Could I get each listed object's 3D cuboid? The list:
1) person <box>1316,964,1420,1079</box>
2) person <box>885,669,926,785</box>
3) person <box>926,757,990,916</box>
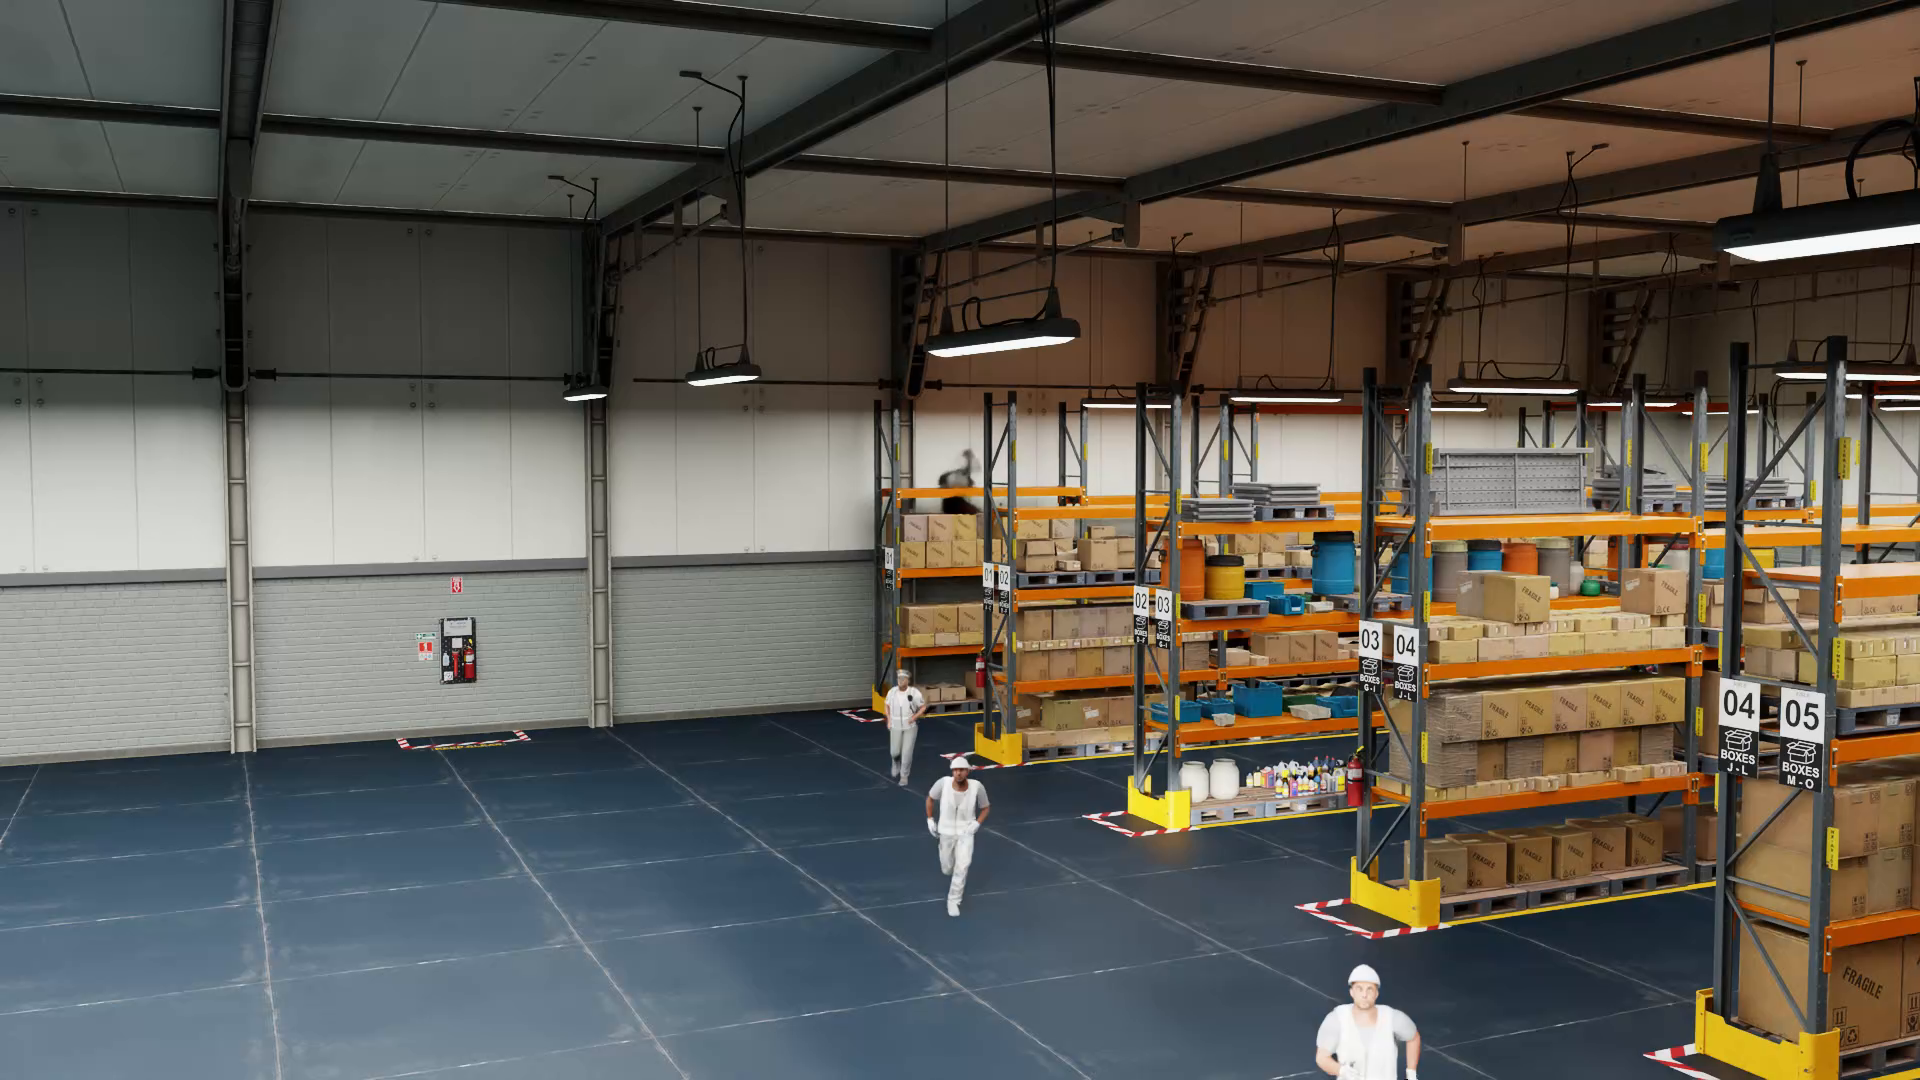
[{"bbox_3d":[2.619,3.649,10.713,0.645,1.820,0.734,1,3,17],"label":"person"},{"bbox_3d":[-0.845,2.829,25.246,0.650,1.752,0.637,0,3,7],"label":"person"},{"bbox_3d":[-0.020,3.243,18.450,0.719,1.736,0.723,0,3,6],"label":"person"}]
